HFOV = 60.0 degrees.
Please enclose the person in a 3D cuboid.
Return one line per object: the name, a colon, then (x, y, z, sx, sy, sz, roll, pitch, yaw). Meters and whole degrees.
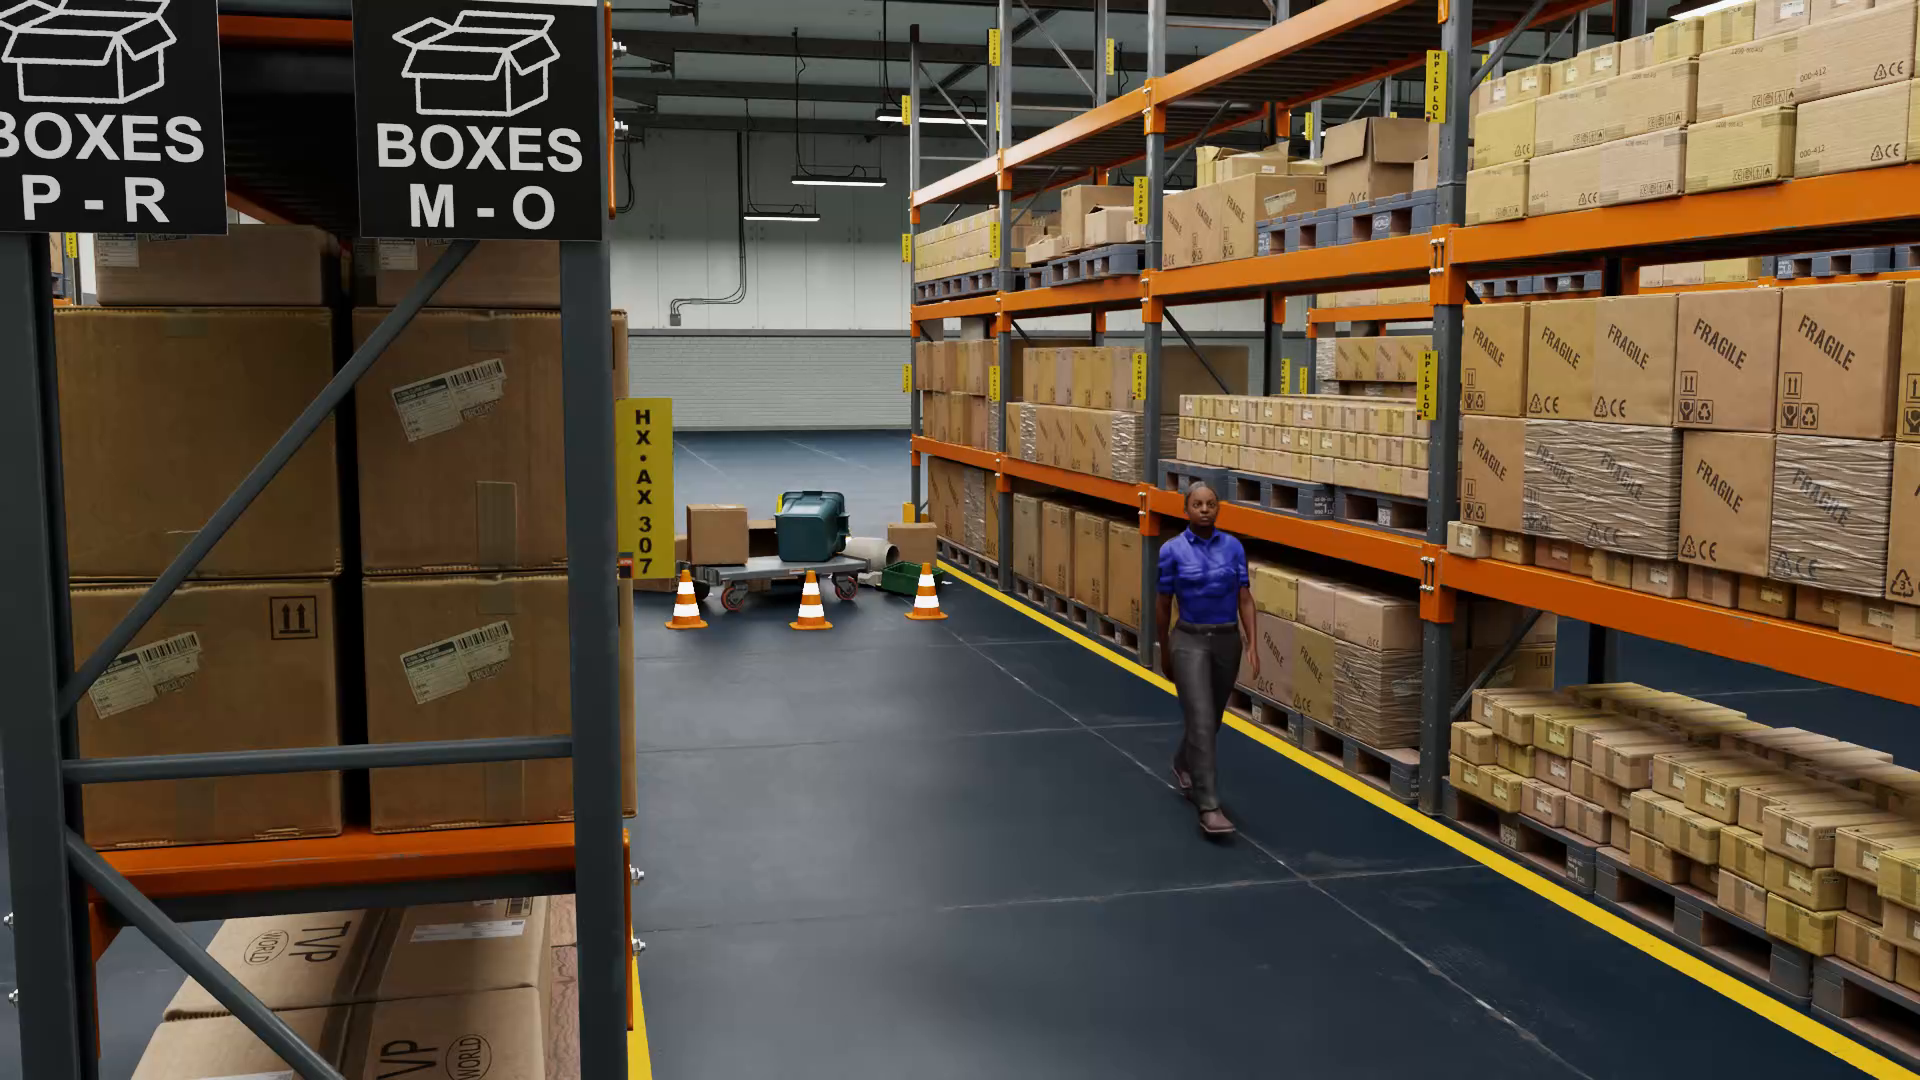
person: (1.179, 0.519, 7.950, 0.436, 1.599, 1.000, -2, 6, -14)
